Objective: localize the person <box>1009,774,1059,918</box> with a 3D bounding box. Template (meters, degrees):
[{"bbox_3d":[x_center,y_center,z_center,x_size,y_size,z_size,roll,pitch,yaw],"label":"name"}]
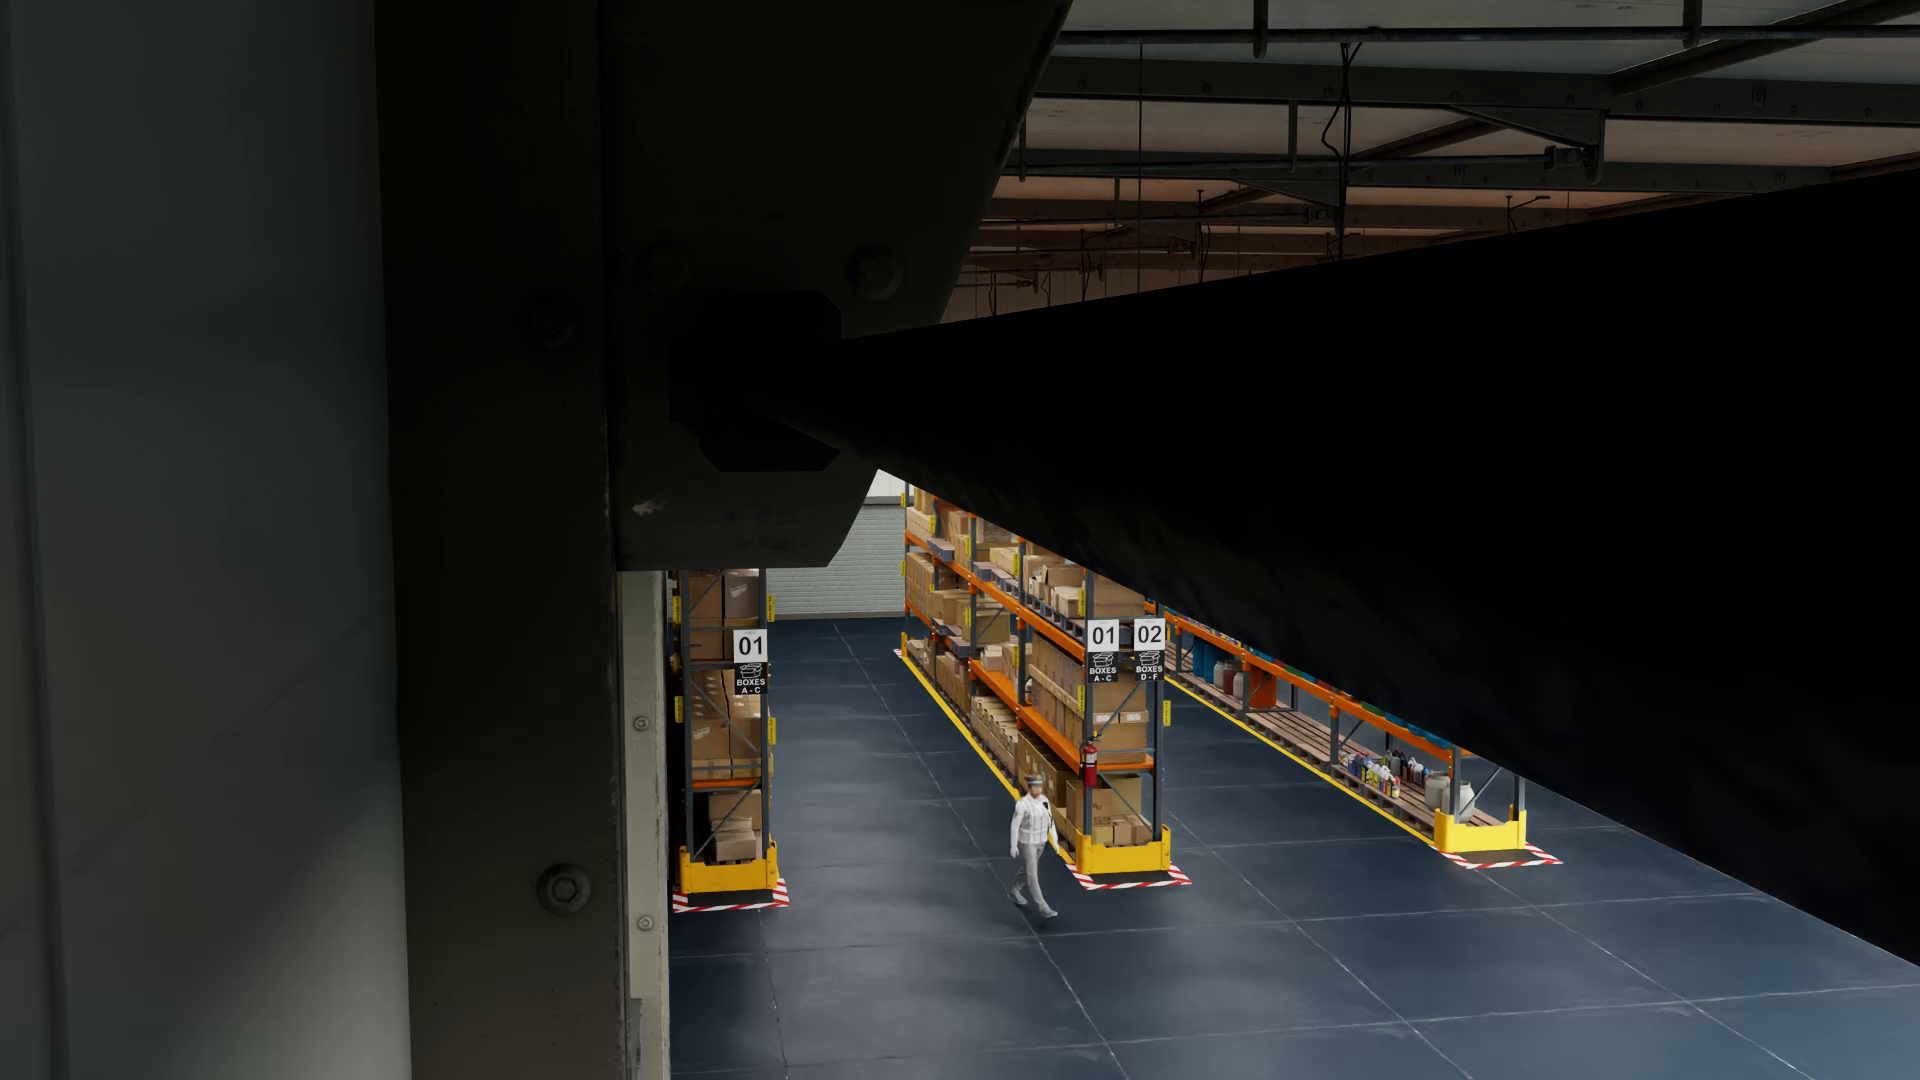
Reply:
[{"bbox_3d":[0.896,3.504,19.233,0.522,1.624,1.025,-5,8,-42],"label":"person"}]
